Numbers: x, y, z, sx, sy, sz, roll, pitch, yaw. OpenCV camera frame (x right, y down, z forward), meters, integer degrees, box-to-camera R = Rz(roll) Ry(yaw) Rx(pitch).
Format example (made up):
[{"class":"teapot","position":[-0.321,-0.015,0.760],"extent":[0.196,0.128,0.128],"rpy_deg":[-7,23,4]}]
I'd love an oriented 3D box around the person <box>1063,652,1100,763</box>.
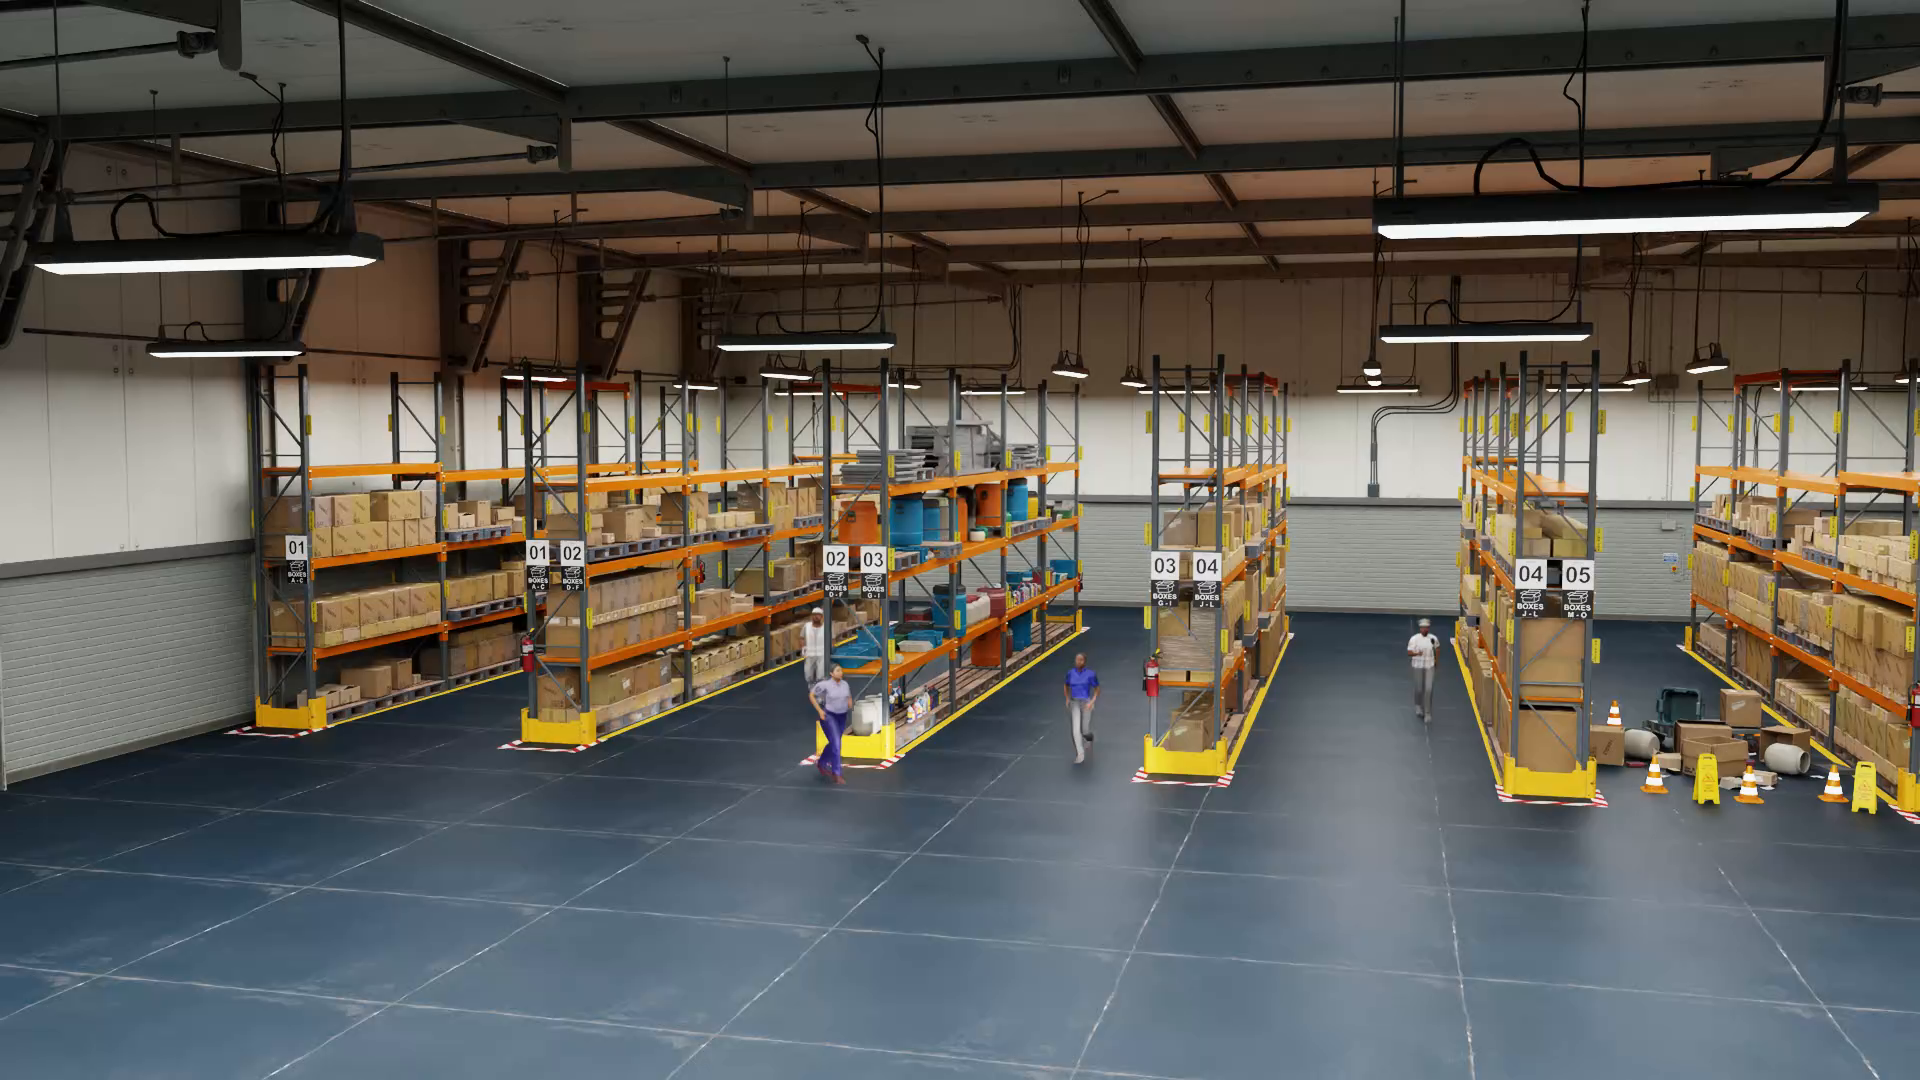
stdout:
[{"class":"person","position":[1.820,2.493,24.929],"extent":[0.579,1.651,0.666],"rpy_deg":[1,4,17]}]

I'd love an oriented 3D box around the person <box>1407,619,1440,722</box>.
[{"class":"person","position":[7.871,2.179,28.220],"extent":[0.575,1.691,0.909],"rpy_deg":[1,4,11]}]

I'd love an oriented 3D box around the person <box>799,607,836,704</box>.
[{"class":"person","position":[-2.564,2.078,29.795],"extent":[0.678,1.735,0.612],"rpy_deg":[0,4,3]}]

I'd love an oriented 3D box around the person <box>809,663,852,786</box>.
[{"class":"person","position":[-1.781,2.577,23.407],"extent":[0.738,1.708,0.594],"rpy_deg":[4,5,42]}]
